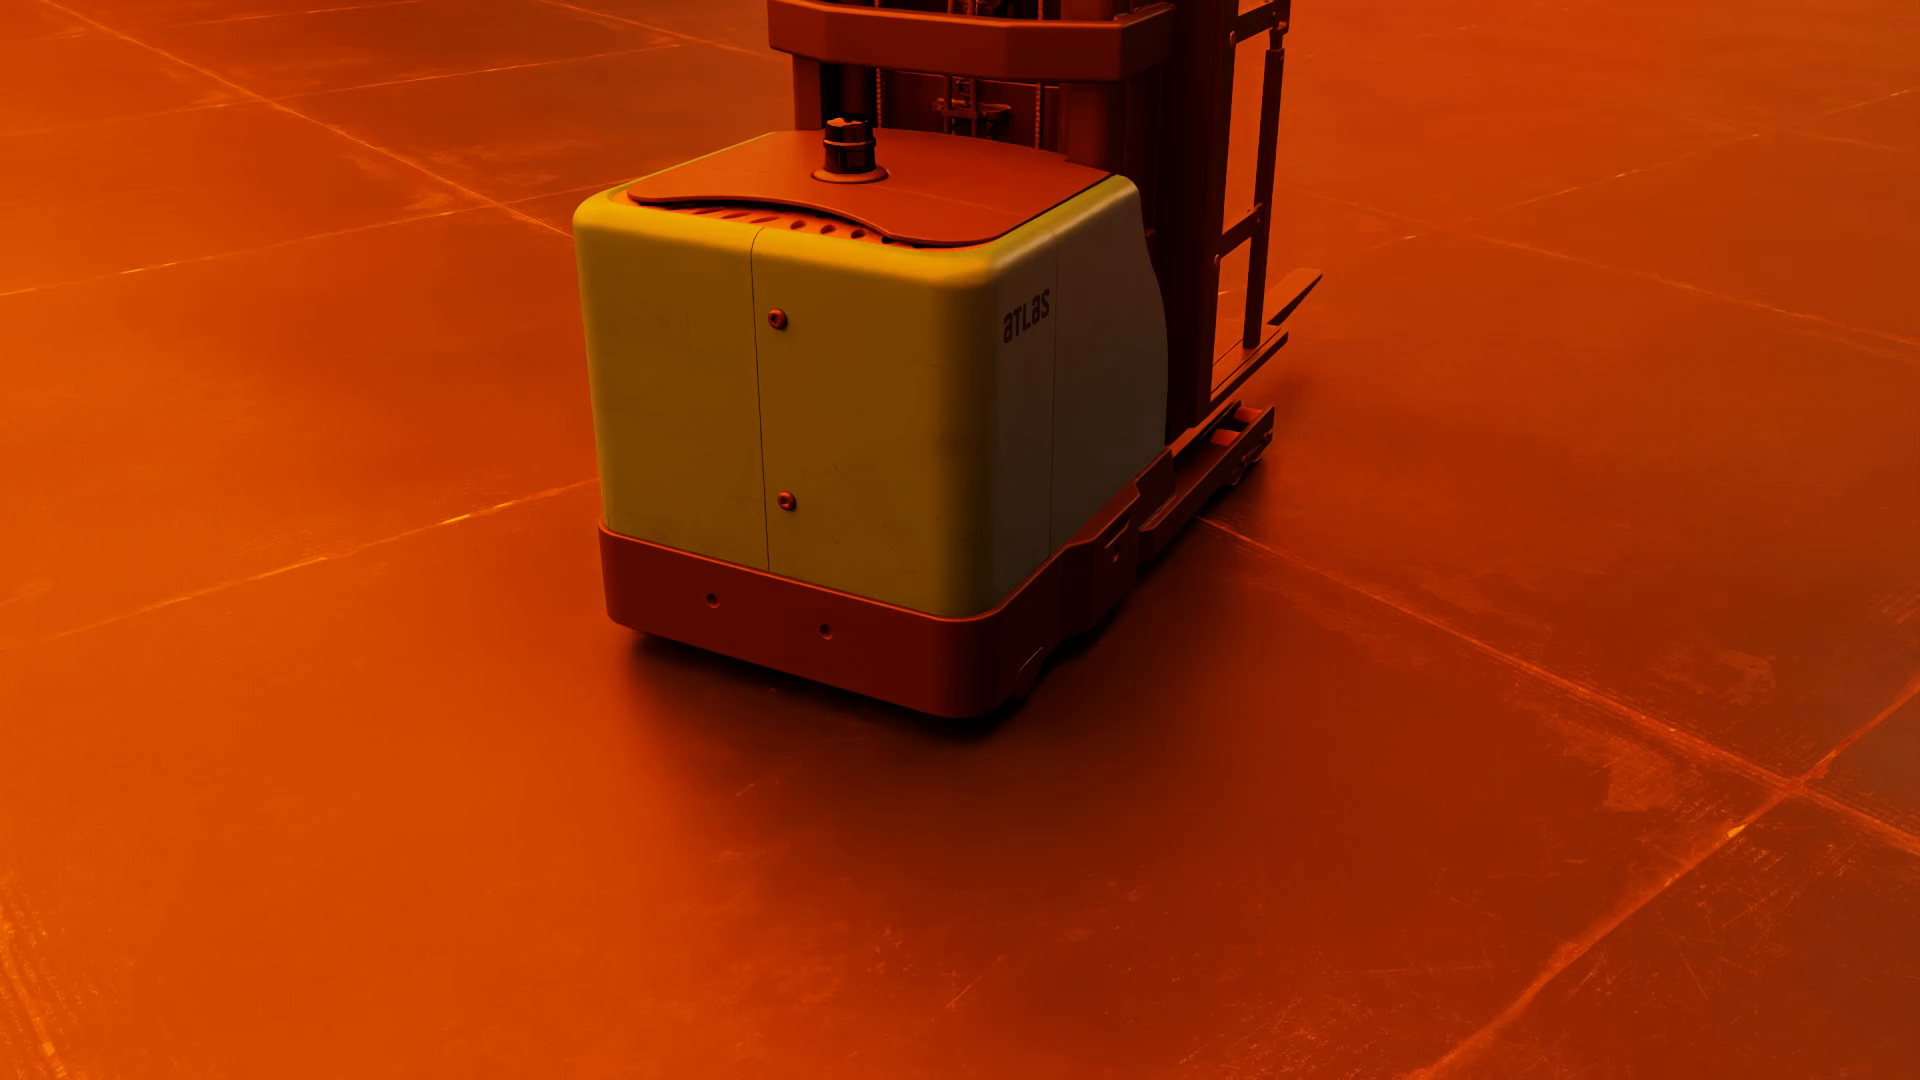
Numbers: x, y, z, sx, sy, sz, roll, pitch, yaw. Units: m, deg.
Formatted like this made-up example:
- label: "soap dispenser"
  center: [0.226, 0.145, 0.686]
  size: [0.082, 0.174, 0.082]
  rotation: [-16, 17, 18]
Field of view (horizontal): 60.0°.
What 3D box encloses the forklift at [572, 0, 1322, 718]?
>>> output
- label: "forklift"
  center: [0.285, -1.552, 4.331]
  size: [1.130, 2.935, 3.031]
  rotation: [13, 29, 25]
